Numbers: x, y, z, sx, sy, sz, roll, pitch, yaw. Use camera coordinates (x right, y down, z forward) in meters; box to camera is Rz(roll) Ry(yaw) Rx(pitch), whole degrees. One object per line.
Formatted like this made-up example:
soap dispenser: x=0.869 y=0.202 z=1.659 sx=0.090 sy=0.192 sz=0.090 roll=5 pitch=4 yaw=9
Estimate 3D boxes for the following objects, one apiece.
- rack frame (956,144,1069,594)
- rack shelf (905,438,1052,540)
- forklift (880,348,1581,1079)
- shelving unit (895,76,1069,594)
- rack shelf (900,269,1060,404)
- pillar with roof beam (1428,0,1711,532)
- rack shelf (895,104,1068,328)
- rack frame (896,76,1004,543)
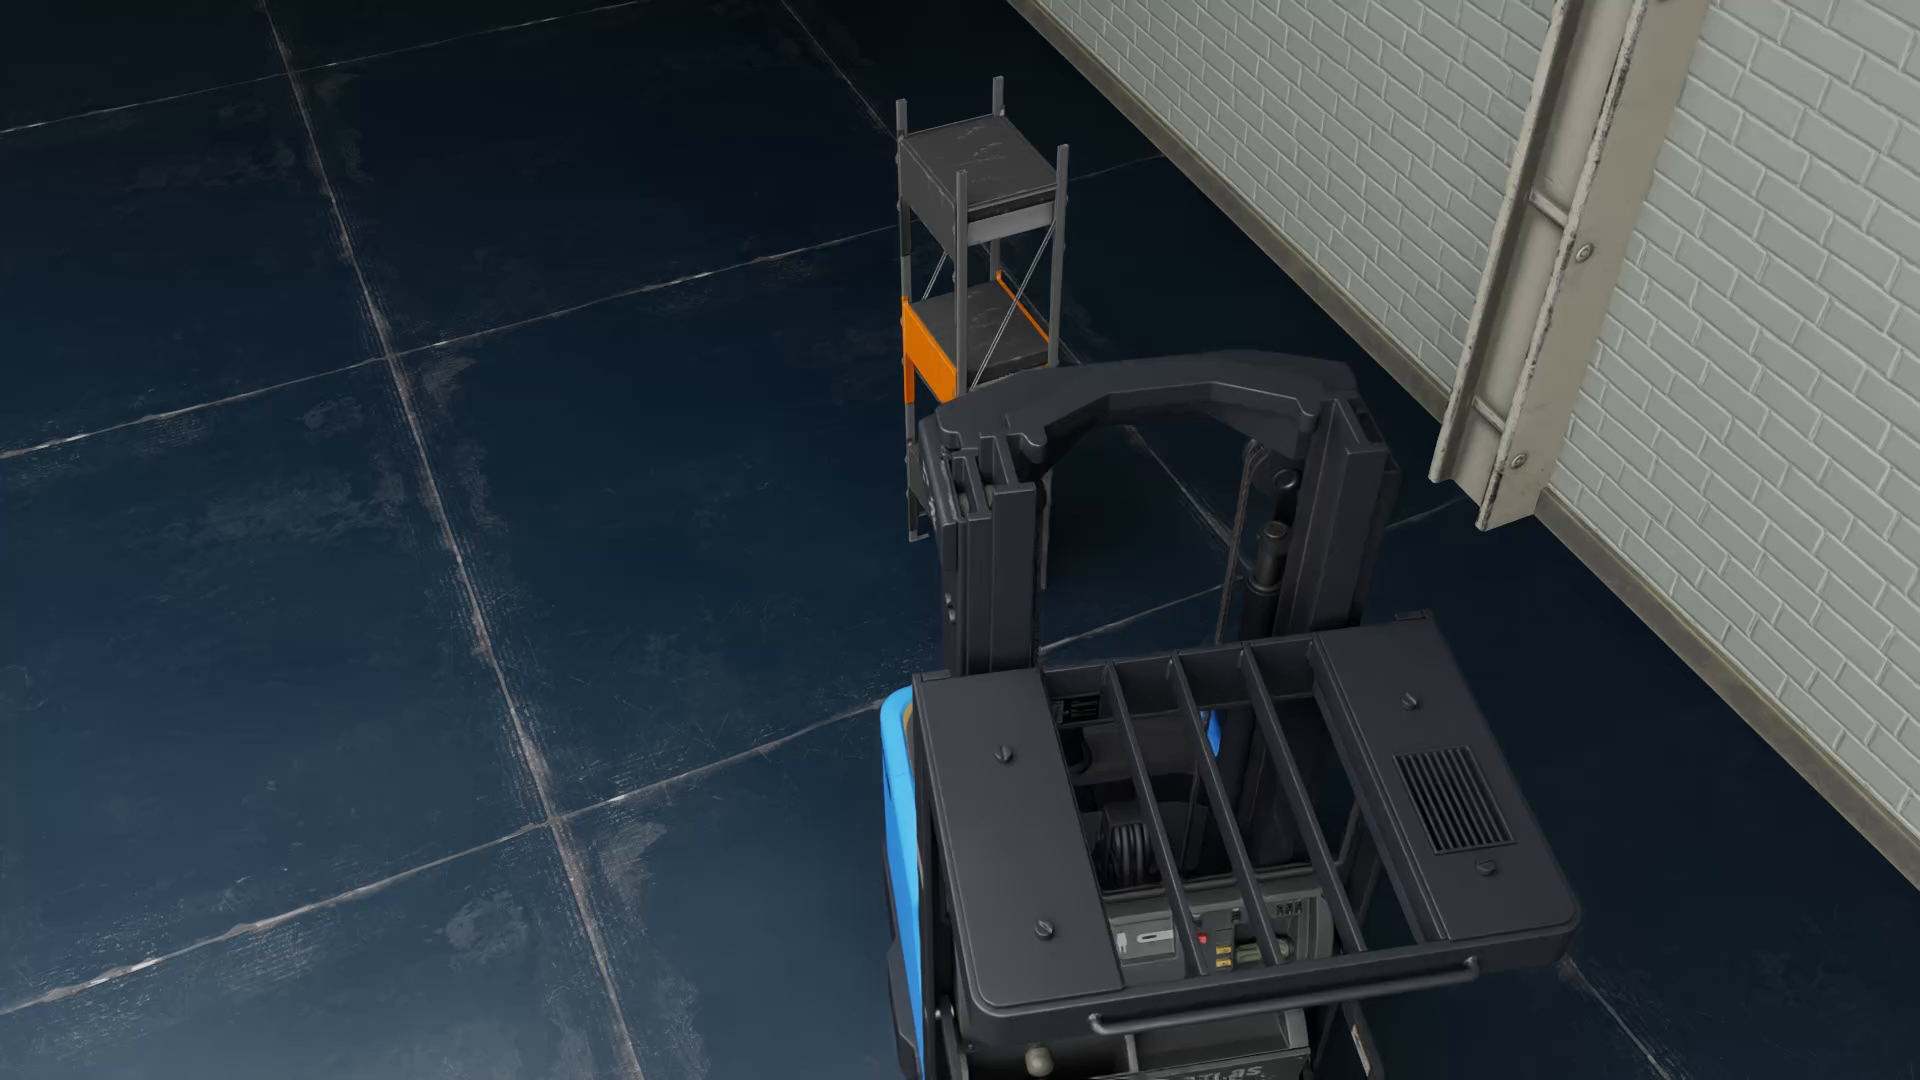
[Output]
rack frame: x=0.172 y=-0.486 z=6.117 sx=0.400 sy=2.100 sz=0.015 roll=-18 pitch=47 yaw=-17
rack shelf: x=0.070 y=-0.134 z=6.776 sx=0.431 sy=0.518 sz=0.480 roll=-18 pitch=47 yaw=-17
forklift: x=0.487 y=1.146 z=3.870 sx=1.130 sy=2.935 sz=3.031 roll=-7 pitch=45 yaw=-7
shelving unit: x=0.070 y=-0.642 z=6.274 sx=0.431 sy=2.100 sz=0.503 roll=-18 pitch=47 yaw=-17
rack shelf: x=0.070 y=-0.632 z=6.284 sx=0.431 sy=0.518 sz=0.480 roll=-18 pitch=47 yaw=-17
pillar with roof beam: x=-1.603 y=-2.138 z=2.878 sx=9.100 sy=9.000 sz=0.400 roll=-18 pitch=47 yaw=-17
rack shelf: x=0.070 y=-1.130 z=5.792 sx=0.431 sy=0.518 sz=0.480 roll=-18 pitch=47 yaw=-17
rack frame: x=-0.033 y=-0.797 z=6.432 sx=0.400 sy=2.100 sz=0.015 roll=-18 pitch=47 yaw=-17
